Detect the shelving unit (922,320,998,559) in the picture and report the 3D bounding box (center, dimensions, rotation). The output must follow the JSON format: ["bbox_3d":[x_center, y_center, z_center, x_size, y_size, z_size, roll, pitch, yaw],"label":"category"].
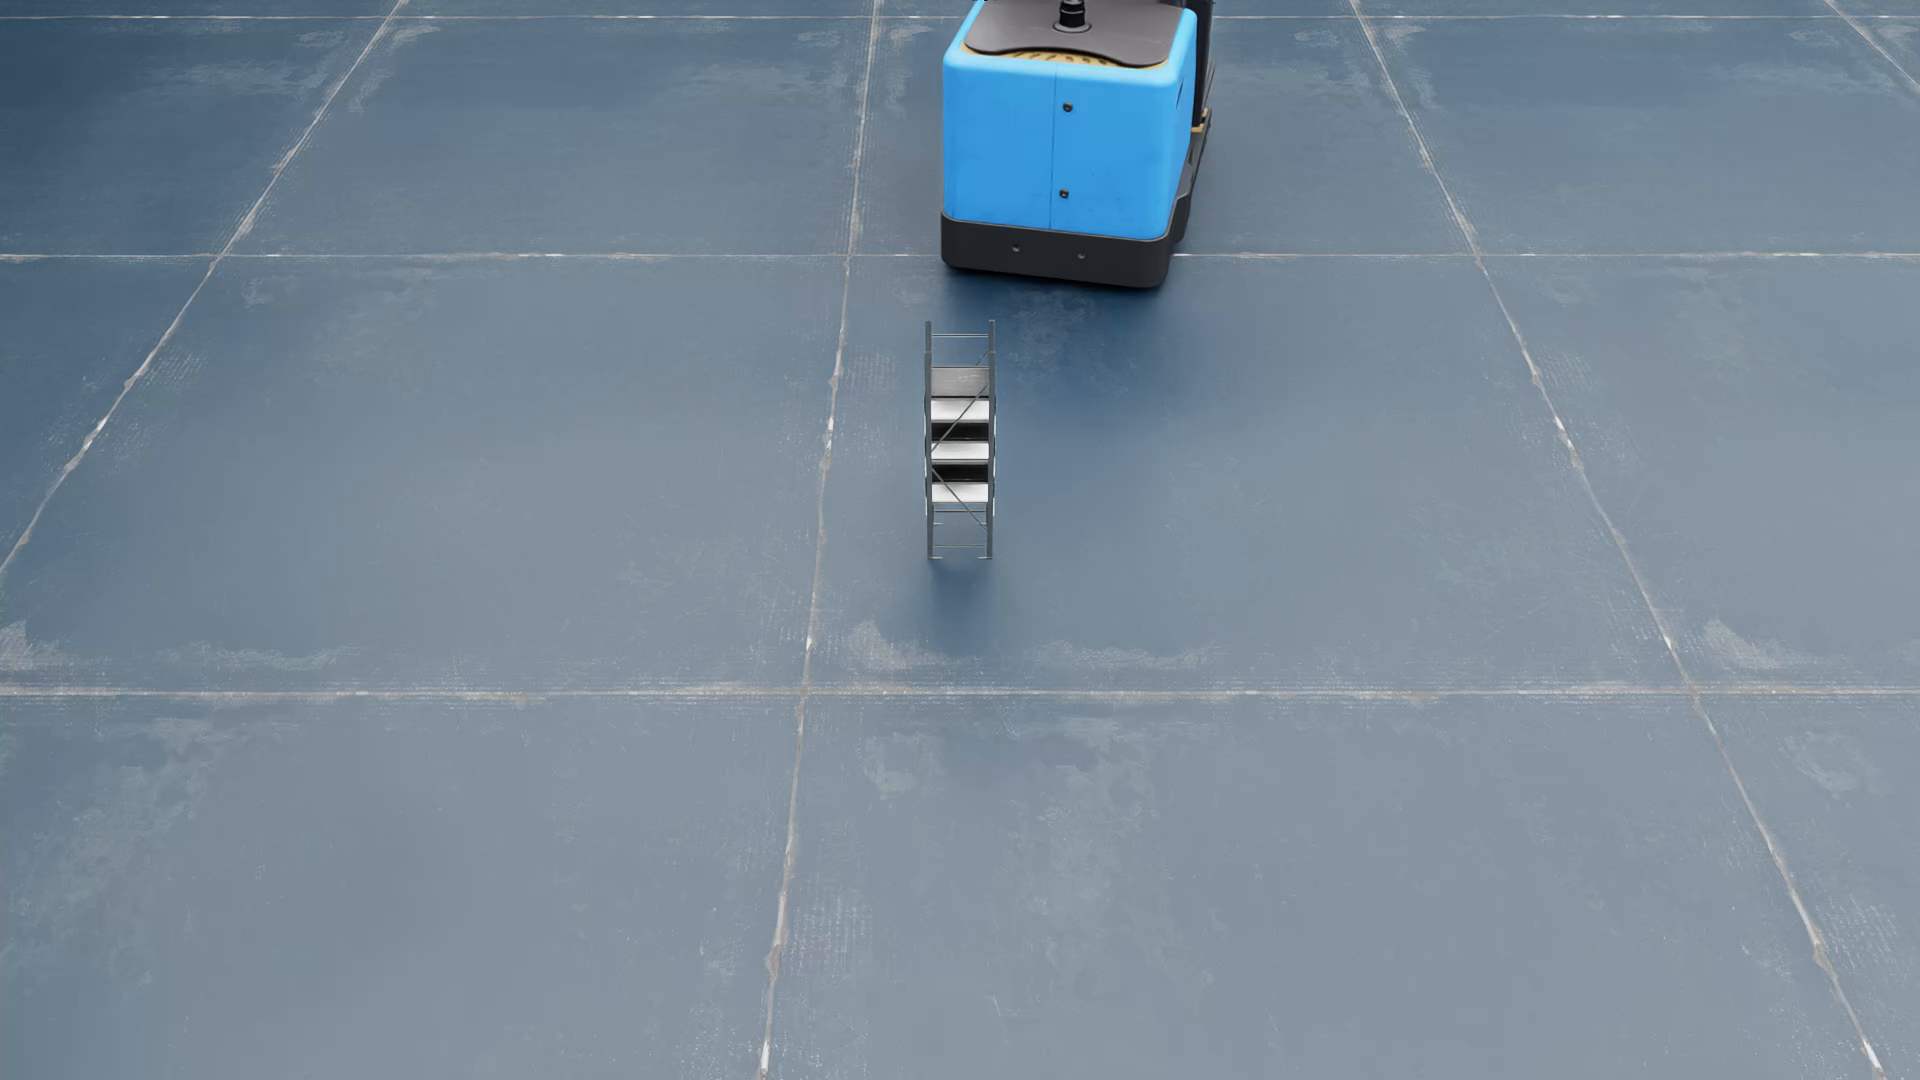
[{"bbox_3d":[0.000,-0.346,5.962,0.258,0.900,0.210,0,39,0],"label":"shelving unit"}]

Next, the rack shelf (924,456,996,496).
[{"bbox_3d":[0.000,-0.250,6.039,0.258,0.077,0.200,0,39,0],"label":"rack shelf"}]

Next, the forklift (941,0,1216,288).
[{"bbox_3d":[0.736,-3.218,7.921,1.130,2.935,3.031,8,39,10],"label":"forklift"}]

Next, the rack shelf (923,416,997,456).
[{"bbox_3d":[0.000,-0.390,5.927,0.258,0.077,0.200,0,39,0],"label":"rack shelf"}]

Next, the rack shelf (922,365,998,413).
[{"bbox_3d":[0.000,-0.531,5.814,0.258,0.077,0.200,0,39,0],"label":"rack shelf"}]

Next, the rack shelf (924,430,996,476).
[{"bbox_3d":[0.000,-0.320,5.983,0.258,0.077,0.200,0,39,0],"label":"rack shelf"}]

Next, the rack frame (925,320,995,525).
[{"bbox_3d":[0.000,-0.410,6.042,0.240,0.900,0.006,0,39,0],"label":"rack frame"}]

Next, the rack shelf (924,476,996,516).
[{"bbox_3d":[0.000,-0.180,6.096,0.258,0.077,0.200,0,39,0],"label":"rack shelf"}]

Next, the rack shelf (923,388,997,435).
[{"bbox_3d":[0.000,-0.461,5.871,0.258,0.077,0.200,0,39,0],"label":"rack shelf"}]

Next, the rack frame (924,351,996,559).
[{"bbox_3d":[0.000,-0.282,5.883,0.240,0.900,0.006,0,39,0],"label":"rack frame"}]
